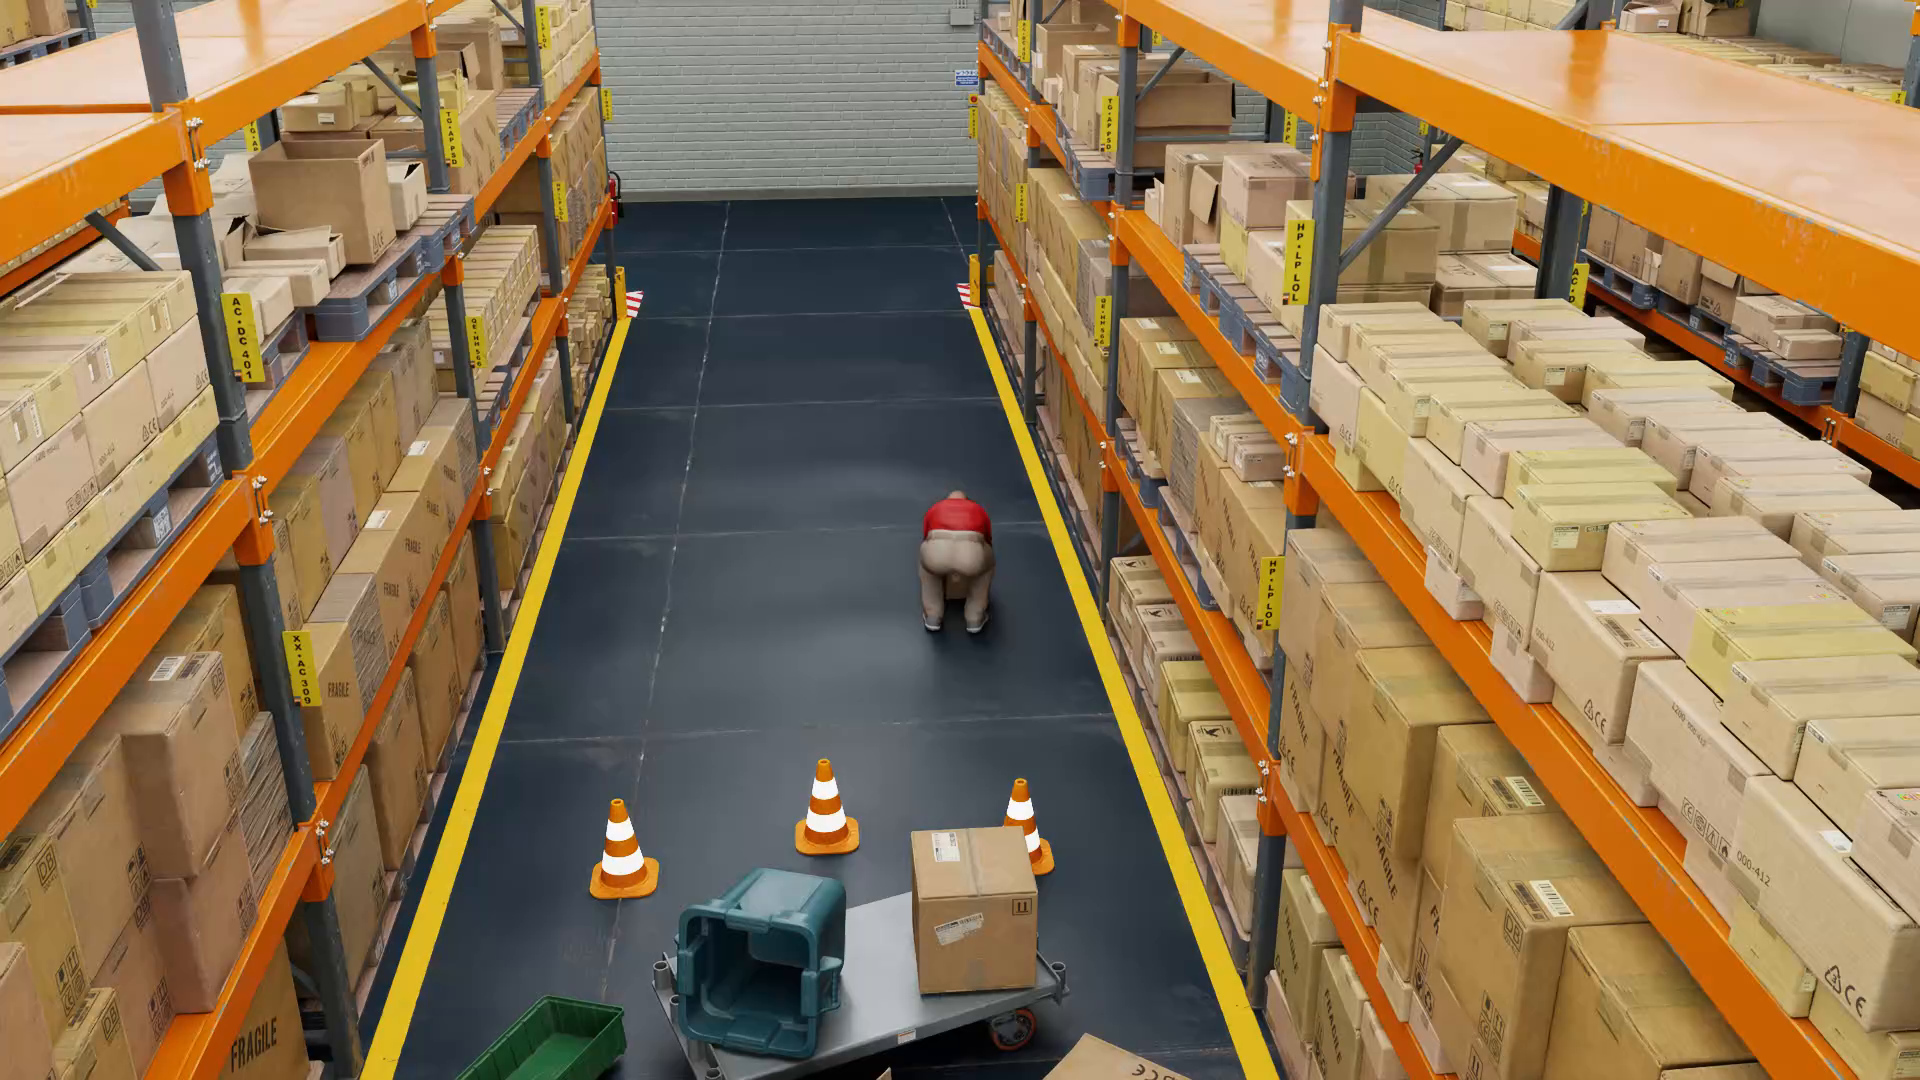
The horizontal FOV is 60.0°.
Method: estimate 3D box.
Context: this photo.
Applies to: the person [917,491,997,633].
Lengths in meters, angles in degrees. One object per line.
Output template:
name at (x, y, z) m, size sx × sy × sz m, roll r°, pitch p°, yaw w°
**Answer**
person at (-0.024, 0.129, 11.219) m, size 0.540 × 0.833 × 0.956 m, roll 2°, pitch 24°, yaw 4°
